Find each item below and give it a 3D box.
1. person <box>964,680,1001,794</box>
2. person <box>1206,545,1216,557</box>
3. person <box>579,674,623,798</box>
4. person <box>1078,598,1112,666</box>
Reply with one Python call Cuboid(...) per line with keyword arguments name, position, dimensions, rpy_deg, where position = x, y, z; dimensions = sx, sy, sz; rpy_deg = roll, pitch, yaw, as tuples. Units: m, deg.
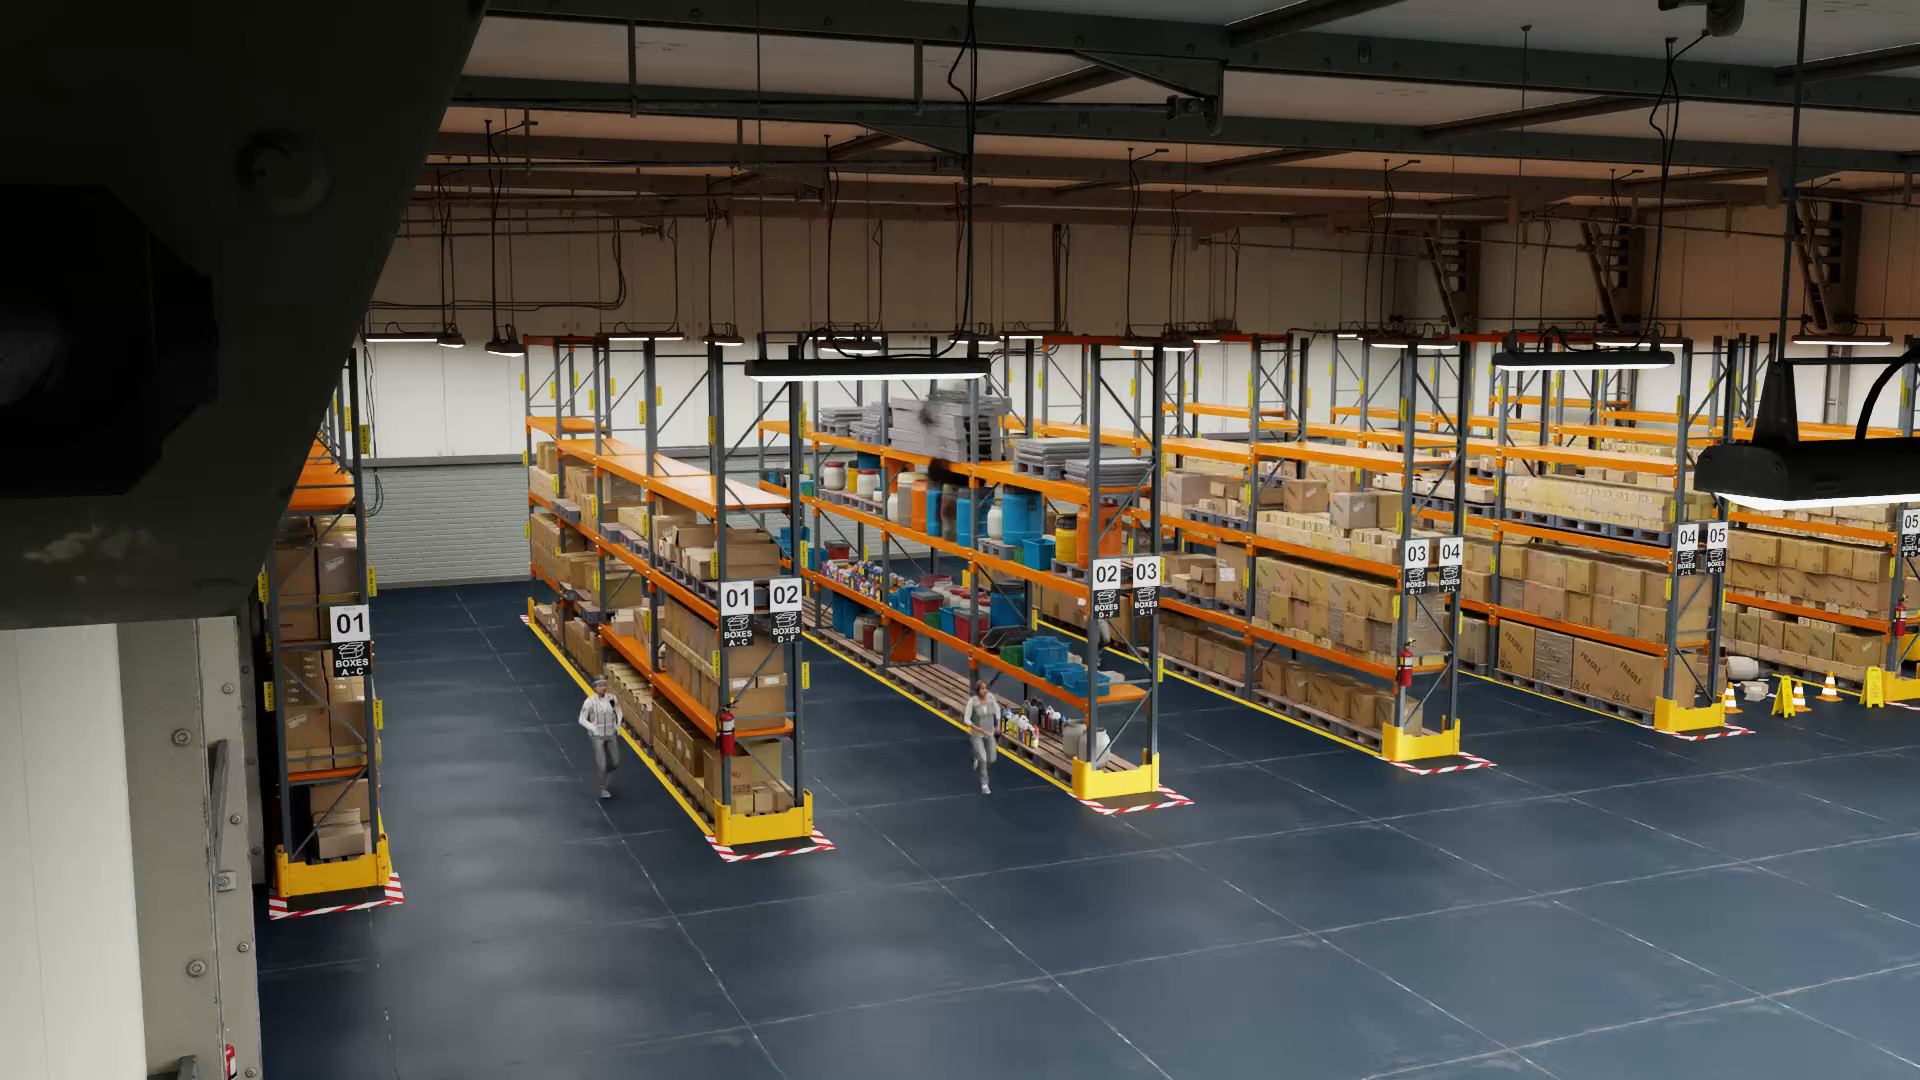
Cuboid(name="person", position=(0.305, 2.622, 22.365), dimensions=(0.566, 1.550, 0.638), rpy_deg=(-3, 8, -22))
Cuboid(name="person", position=(6.297, -0.029, 41.428), dimensions=(0.714, 1.797, 0.737), rpy_deg=(-6, 10, -40))
Cuboid(name="person", position=(-4.732, 2.588, 22.058), dimensions=(0.611, 1.649, 0.569), rpy_deg=(-4, 9, -28))
Cuboid(name="person", position=(2.493, 1.454, 30.254), dimensions=(0.674, 1.721, 0.569), rpy_deg=(-3, 8, -21))
